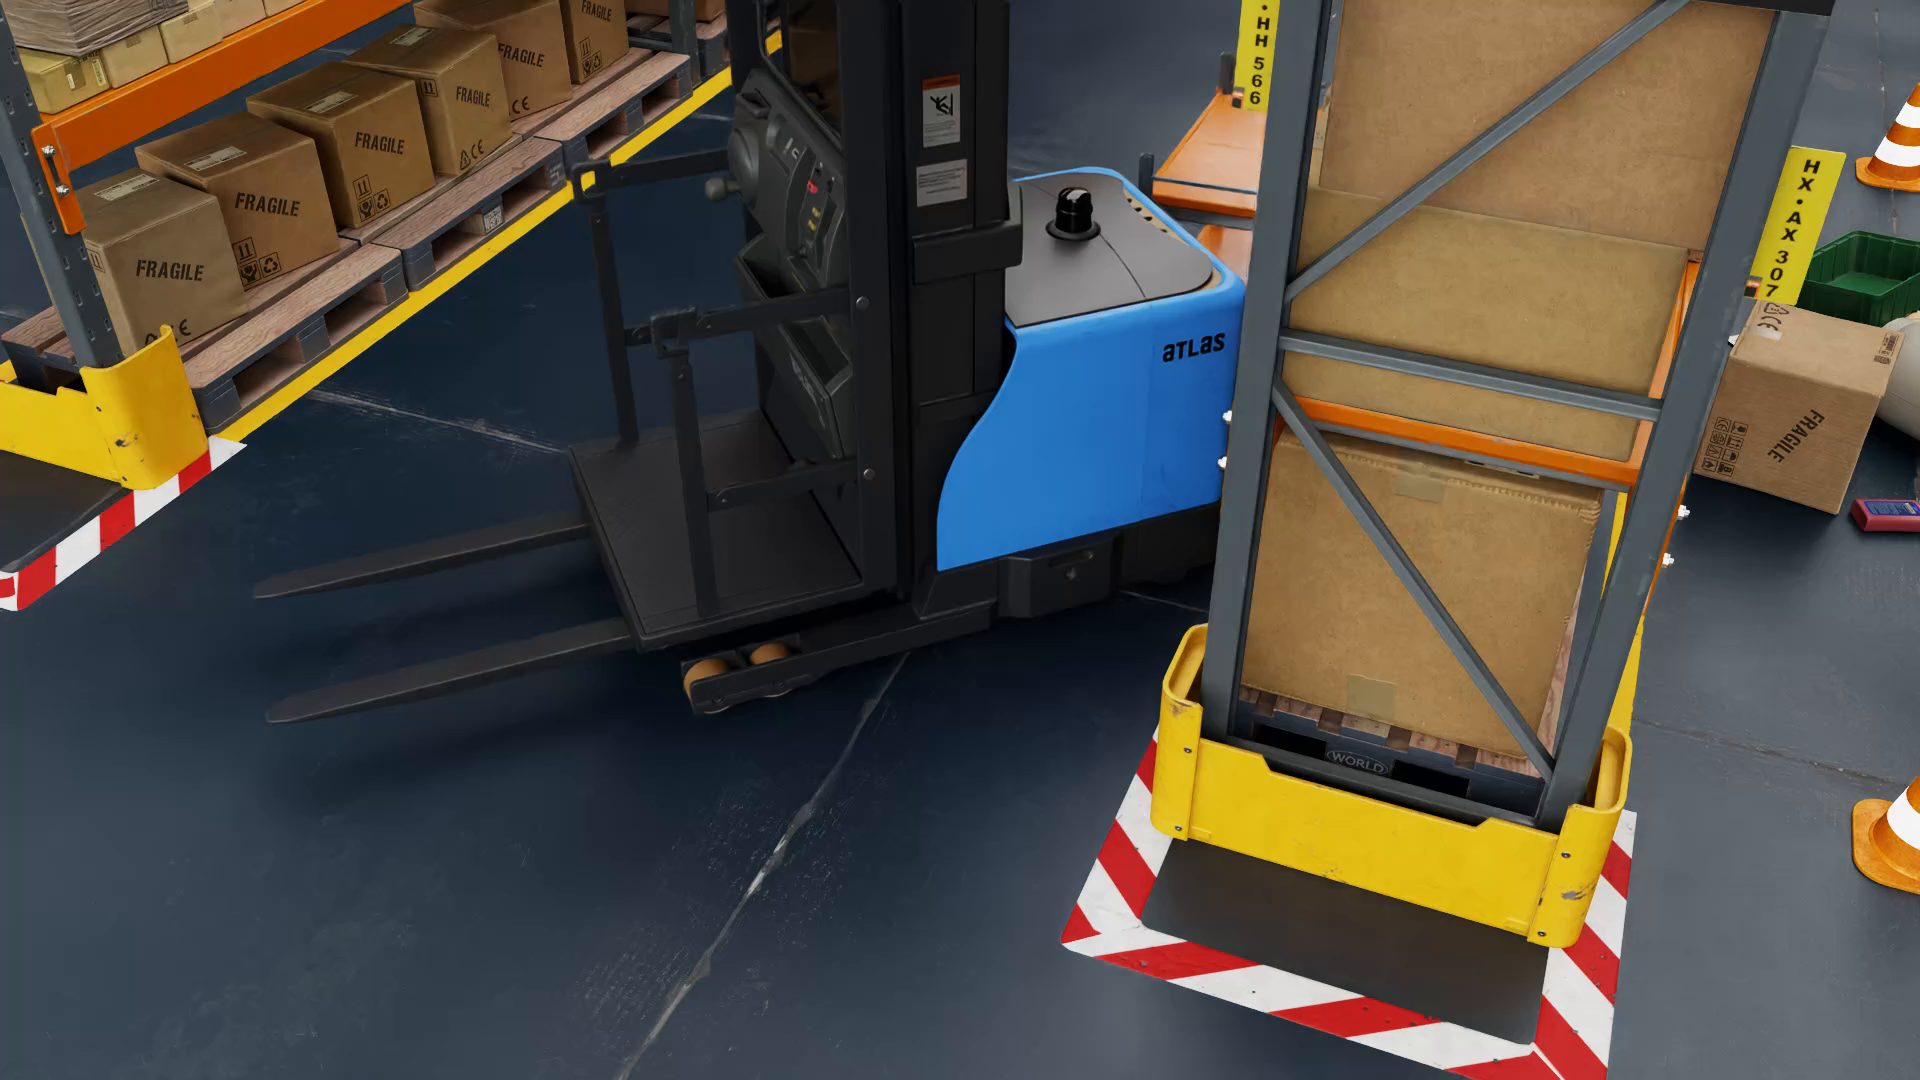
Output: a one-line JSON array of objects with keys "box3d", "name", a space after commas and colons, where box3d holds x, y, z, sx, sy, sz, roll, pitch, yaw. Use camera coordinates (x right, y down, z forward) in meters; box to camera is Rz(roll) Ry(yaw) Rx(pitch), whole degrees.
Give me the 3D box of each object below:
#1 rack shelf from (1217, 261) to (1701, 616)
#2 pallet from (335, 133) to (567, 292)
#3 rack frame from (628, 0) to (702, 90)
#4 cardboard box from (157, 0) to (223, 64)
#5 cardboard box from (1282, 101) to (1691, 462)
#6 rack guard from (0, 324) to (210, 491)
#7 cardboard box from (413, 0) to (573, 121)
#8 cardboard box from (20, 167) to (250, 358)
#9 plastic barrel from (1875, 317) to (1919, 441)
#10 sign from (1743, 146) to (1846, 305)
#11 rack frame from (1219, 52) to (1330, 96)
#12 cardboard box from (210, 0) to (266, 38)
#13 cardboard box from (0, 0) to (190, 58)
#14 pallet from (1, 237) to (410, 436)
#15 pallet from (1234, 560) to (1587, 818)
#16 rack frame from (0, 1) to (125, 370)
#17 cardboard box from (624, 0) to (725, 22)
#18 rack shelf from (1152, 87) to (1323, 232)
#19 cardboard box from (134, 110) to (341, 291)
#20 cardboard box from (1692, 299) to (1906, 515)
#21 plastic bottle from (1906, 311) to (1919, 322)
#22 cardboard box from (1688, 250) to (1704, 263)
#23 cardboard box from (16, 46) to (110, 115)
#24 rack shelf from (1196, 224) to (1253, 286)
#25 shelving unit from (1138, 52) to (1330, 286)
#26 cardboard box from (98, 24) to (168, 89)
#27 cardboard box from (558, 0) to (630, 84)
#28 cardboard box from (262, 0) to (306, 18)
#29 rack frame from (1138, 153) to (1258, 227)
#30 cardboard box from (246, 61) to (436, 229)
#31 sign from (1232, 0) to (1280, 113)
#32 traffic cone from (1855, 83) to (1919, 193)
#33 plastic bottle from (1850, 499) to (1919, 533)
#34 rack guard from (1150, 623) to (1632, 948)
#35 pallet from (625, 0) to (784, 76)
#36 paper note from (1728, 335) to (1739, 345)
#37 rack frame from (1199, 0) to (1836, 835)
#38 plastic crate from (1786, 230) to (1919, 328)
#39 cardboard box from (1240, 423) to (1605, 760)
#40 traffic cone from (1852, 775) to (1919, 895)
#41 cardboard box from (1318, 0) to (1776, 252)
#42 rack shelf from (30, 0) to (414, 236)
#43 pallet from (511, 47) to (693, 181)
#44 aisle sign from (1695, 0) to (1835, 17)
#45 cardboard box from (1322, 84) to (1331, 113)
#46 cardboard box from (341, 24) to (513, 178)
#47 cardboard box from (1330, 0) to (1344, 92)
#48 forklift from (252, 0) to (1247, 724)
[{"box3d": [1.893, -1.187, 5.433, 1.077, 0.370, 4.000, 14, 39, 18], "name": "rack shelf"}, {"box3d": [-2.580, -1.594, 7.706, 1.003, 0.211, 1.213, 14, 39, 18], "name": "pallet"}, {"box3d": [-1.894, -3.768, 8.286, 1.000, 3.000, 0.127, 14, 39, 18], "name": "rack frame"}, {"box3d": [-2.866, -1.826, 5.897, 0.380, 0.149, 0.250, 14, 39, 18], "name": "cardboard box"}, {"box3d": [1.231, -0.644, 3.980, 0.875, 0.550, 0.550, 14, 39, 18], "name": "cardboard box"}, {"box3d": [-3.387, -0.594, 6.128, 1.175, 0.500, 0.348, 14, 39, 18], "name": "rack guard"}, {"box3d": [-2.294, -2.404, 8.198, 0.500, 0.500, 0.500, 27, 45, 32], "name": "cardboard box"}, {"box3d": [-3.163, -1.063, 6.403, 0.500, 0.500, 0.500, 21, 42, 26], "name": "cardboard box"}, {"box3d": [3.641, -0.573, 6.163, 0.421, 0.421, 0.512, -17, 40, -22], "name": "plastic barrel"}, {"box3d": [1.643, -0.617, 3.280, 0.100, 0.325, 0.005, 14, 39, 18], "name": "sign"}, {"box3d": [1.245, -1.357, 6.614, 0.500, 1.125, 0.032, 13, 39, 19], "name": "rack frame"}, {"box3d": [-2.790, -1.969, 6.088, 0.380, 0.149, 0.250, 14, 39, 18], "name": "cardboard box"}, {"box3d": [-3.182, -2.011, 5.603, 0.875, 0.500, 0.500, 14, 39, 18], "name": "cardboard box"}, {"box3d": [-3.046, -0.921, 6.805, 1.003, 0.211, 1.213, 14, 39, 18], "name": "pallet"}, {"box3d": [1.364, 0.289, 5.188, 1.003, 0.211, 1.213, 14, 39, 18], "name": "pallet"}, {"box3d": [-3.416, -1.554, 5.323, 1.000, 3.000, 0.127, 14, 39, 18], "name": "rack frame"}, {"box3d": [-1.641, -3.278, 9.351, 0.700, 0.500, 0.500, 11, 38, 14], "name": "cardboard box"}, {"box3d": [1.043, -1.312, 6.065, 0.538, 0.278, 1.000, 13, 39, 19], "name": "rack shelf"}, {"box3d": [-2.968, -1.401, 6.856, 0.500, 0.500, 0.500, 25, 43, 29], "name": "cardboard box"}, {"box3d": [3.012, -0.489, 5.985, 0.500, 0.500, 0.500, 21, 42, 25], "name": "cardboard box"}, {"box3d": [3.945, -0.909, 6.915, 0.133, 0.061, 0.283, -5, 37, -6], "name": "plastic bottle"}, {"box3d": [1.750, -1.235, 4.771, 0.875, 0.550, 0.550, 14, 39, 18], "name": "cardboard box"}, {"box3d": [-3.087, -1.556, 5.537, 0.380, 0.149, 0.250, 14, 39, 18], "name": "cardboard box"}, {"box3d": [1.055, -0.879, 6.383, 0.538, 0.278, 1.000, 13, 39, 19], "name": "rack shelf"}, {"box3d": [1.049, -1.076, 6.238, 0.538, 1.125, 1.048, 13, 39, 19], "name": "shelving unit"}, {"box3d": [-2.975, -1.691, 5.716, 0.380, 0.149, 0.250, 14, 39, 18], "name": "cardboard box"}, {"box3d": [-2.084, -2.723, 8.625, 0.500, 0.500, 0.500, 13, 39, 16], "name": "cardboard box"}, {"box3d": [-2.688, -2.105, 6.271, 0.380, 0.149, 0.250, 14, 39, 18], "name": "cardboard box"}, {"box3d": [0.853, -0.795, 5.863, 0.500, 1.125, 0.032, 13, 39, 19], "name": "rack frame"}, {"box3d": [-2.712, -1.744, 7.314, 0.500, 0.500, 0.500, 18, 40, 22], "name": "cardboard box"}, {"box3d": [0.636, -1.058, 3.495, 0.100, 0.325, 0.005, 14, 39, 18], "name": "sign"}, {"box3d": [4.561, -1.965, 7.992, 0.336, 0.463, 0.334, 14, 39, 18], "name": "traffic cone"}, {"box3d": [3.285, -0.084, 5.812, 0.283, 0.061, 0.133, 1, 37, 2], "name": "plastic bottle"}, {"box3d": [1.123, 0.647, 4.467, 1.175, 0.500, 0.348, 14, 39, 18], "name": "rack guard"}, {"box3d": [-1.600, -3.083, 9.698, 1.003, 0.211, 1.213, 14, 39, 18], "name": "pallet"}, {"box3d": [3.236, -0.815, 6.814, 0.147, 0.020, 0.142, -11, 38, -14], "name": "paper note"}, {"box3d": [1.132, -0.368, 3.737, 1.000, 3.000, 0.127, 14, 39, 18], "name": "rack frame"}, {"box3d": [3.799, -1.085, 6.996, 0.662, 0.188, 0.450, -25, 33, -29], "name": "plastic crate"}, {"box3d": [1.329, -0.075, 4.769, 0.875, 0.875, 0.875, 14, 39, 18], "name": "cardboard box"}, {"box3d": [2.647, 0.678, 4.457, 0.336, 0.463, 0.334, 14, 39, 18], "name": "traffic cone"}, {"box3d": [1.309, -1.057, 3.631, 0.875, 0.550, 0.550, 14, 39, 18], "name": "cardboard box"}, {"box3d": [-2.655, -2.373, 7.020, 1.077, 0.370, 4.000, 14, 39, 18], "name": "rack shelf"}, {"box3d": [-2.117, -2.271, 8.613, 1.003, 0.211, 1.213, 14, 39, 18], "name": "pallet"}, {"box3d": [1.383, -1.301, 2.814, 0.394, 0.787, 0.004, 14, 39, 18], "name": "aisle sign"}, {"box3d": [1.420, -0.953, 4.394, 0.875, 0.550, 0.550, 14, 39, 18], "name": "cardboard box"}, {"box3d": [-2.458, -2.042, 7.714, 0.500, 0.500, 0.500, 11, 38, 14], "name": "cardboard box"}, {"box3d": [1.433, -1.383, 4.067, 0.875, 0.550, 0.550, 14, 39, 18], "name": "cardboard box"}, {"box3d": [-0.679, -1.008, 4.650, 3.031, 2.935, 1.130, -14, 39, -18], "name": "forklift"}]
